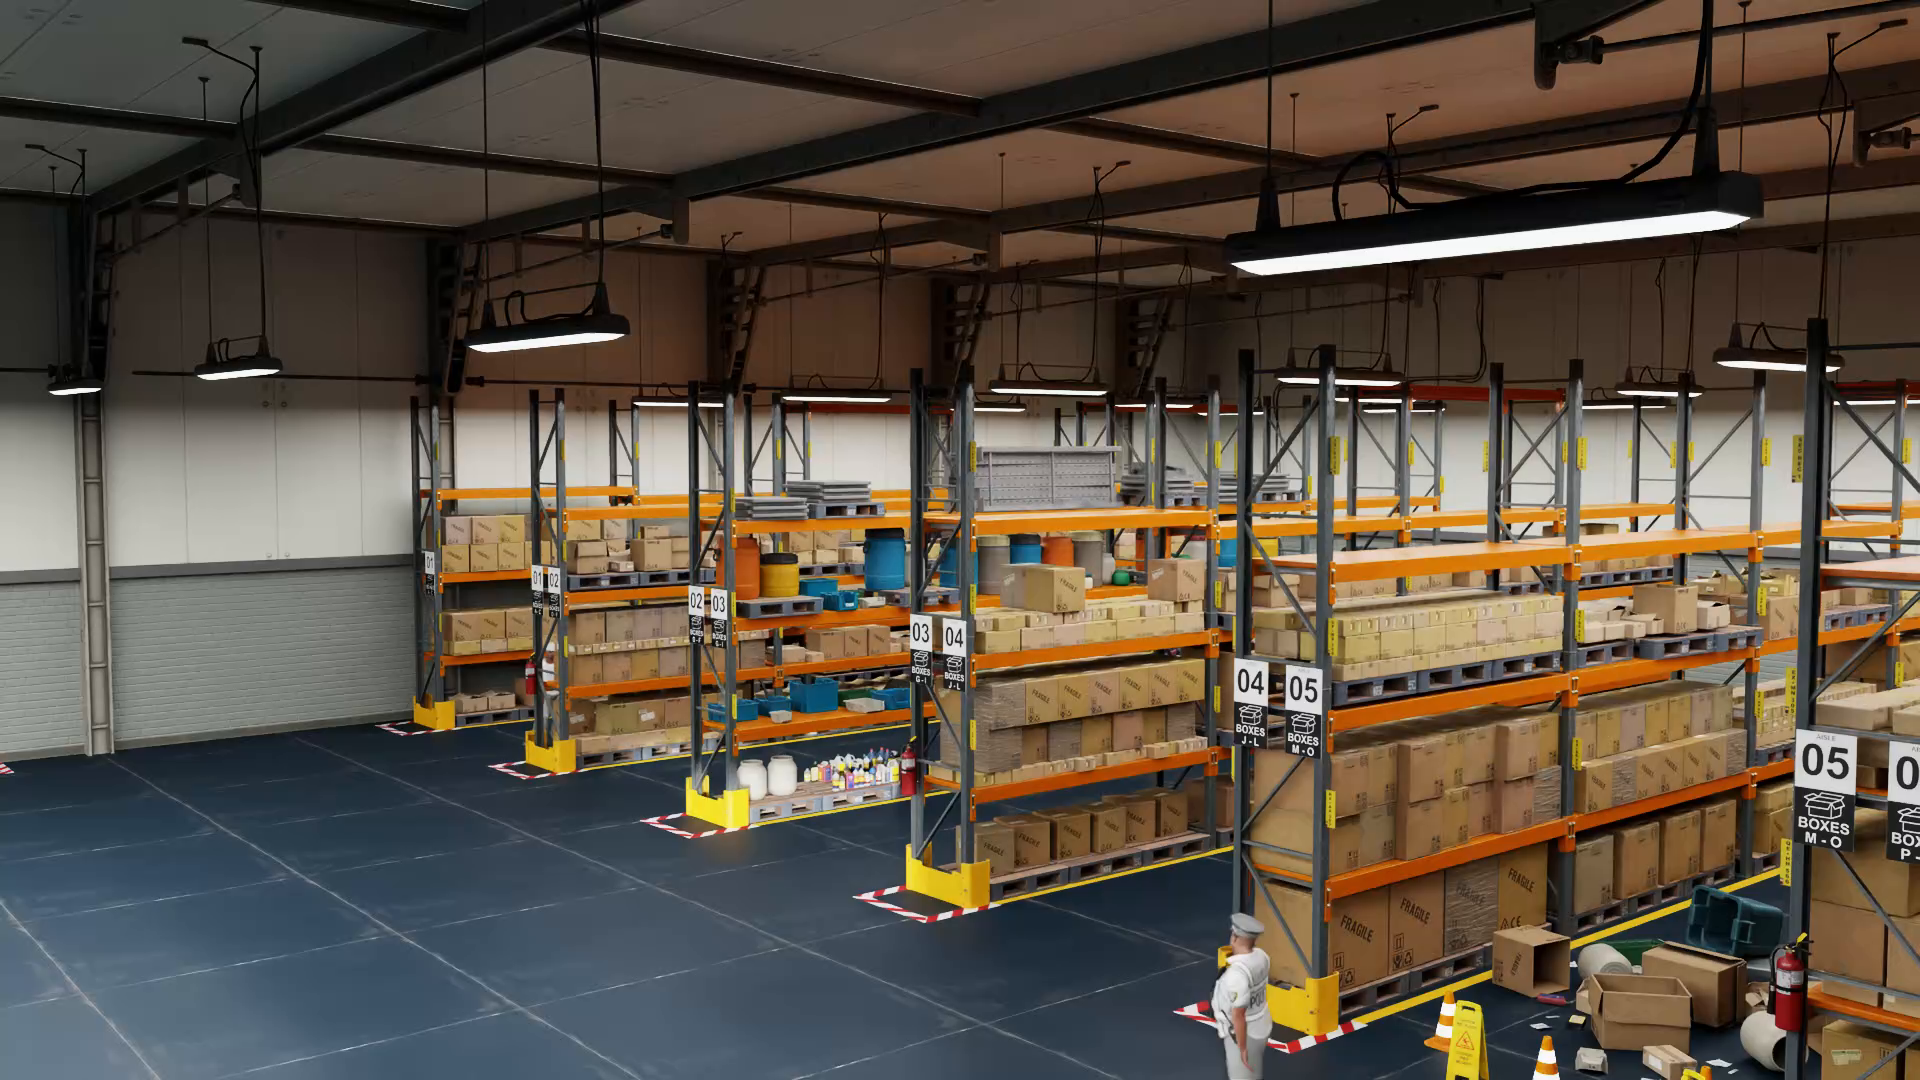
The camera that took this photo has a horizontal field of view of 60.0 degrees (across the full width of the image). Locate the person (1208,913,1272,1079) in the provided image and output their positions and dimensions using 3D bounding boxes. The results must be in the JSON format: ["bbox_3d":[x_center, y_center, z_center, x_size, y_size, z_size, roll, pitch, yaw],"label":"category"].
[{"bbox_3d":[2.041,3.581,12.010,0.438,1.809,0.705,1,4,19],"label":"person"}]

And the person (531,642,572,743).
[{"bbox_3d":[-6.915,2.615,28.172,0.714,1.765,0.545,-2,4,-25],"label":"person"}]
